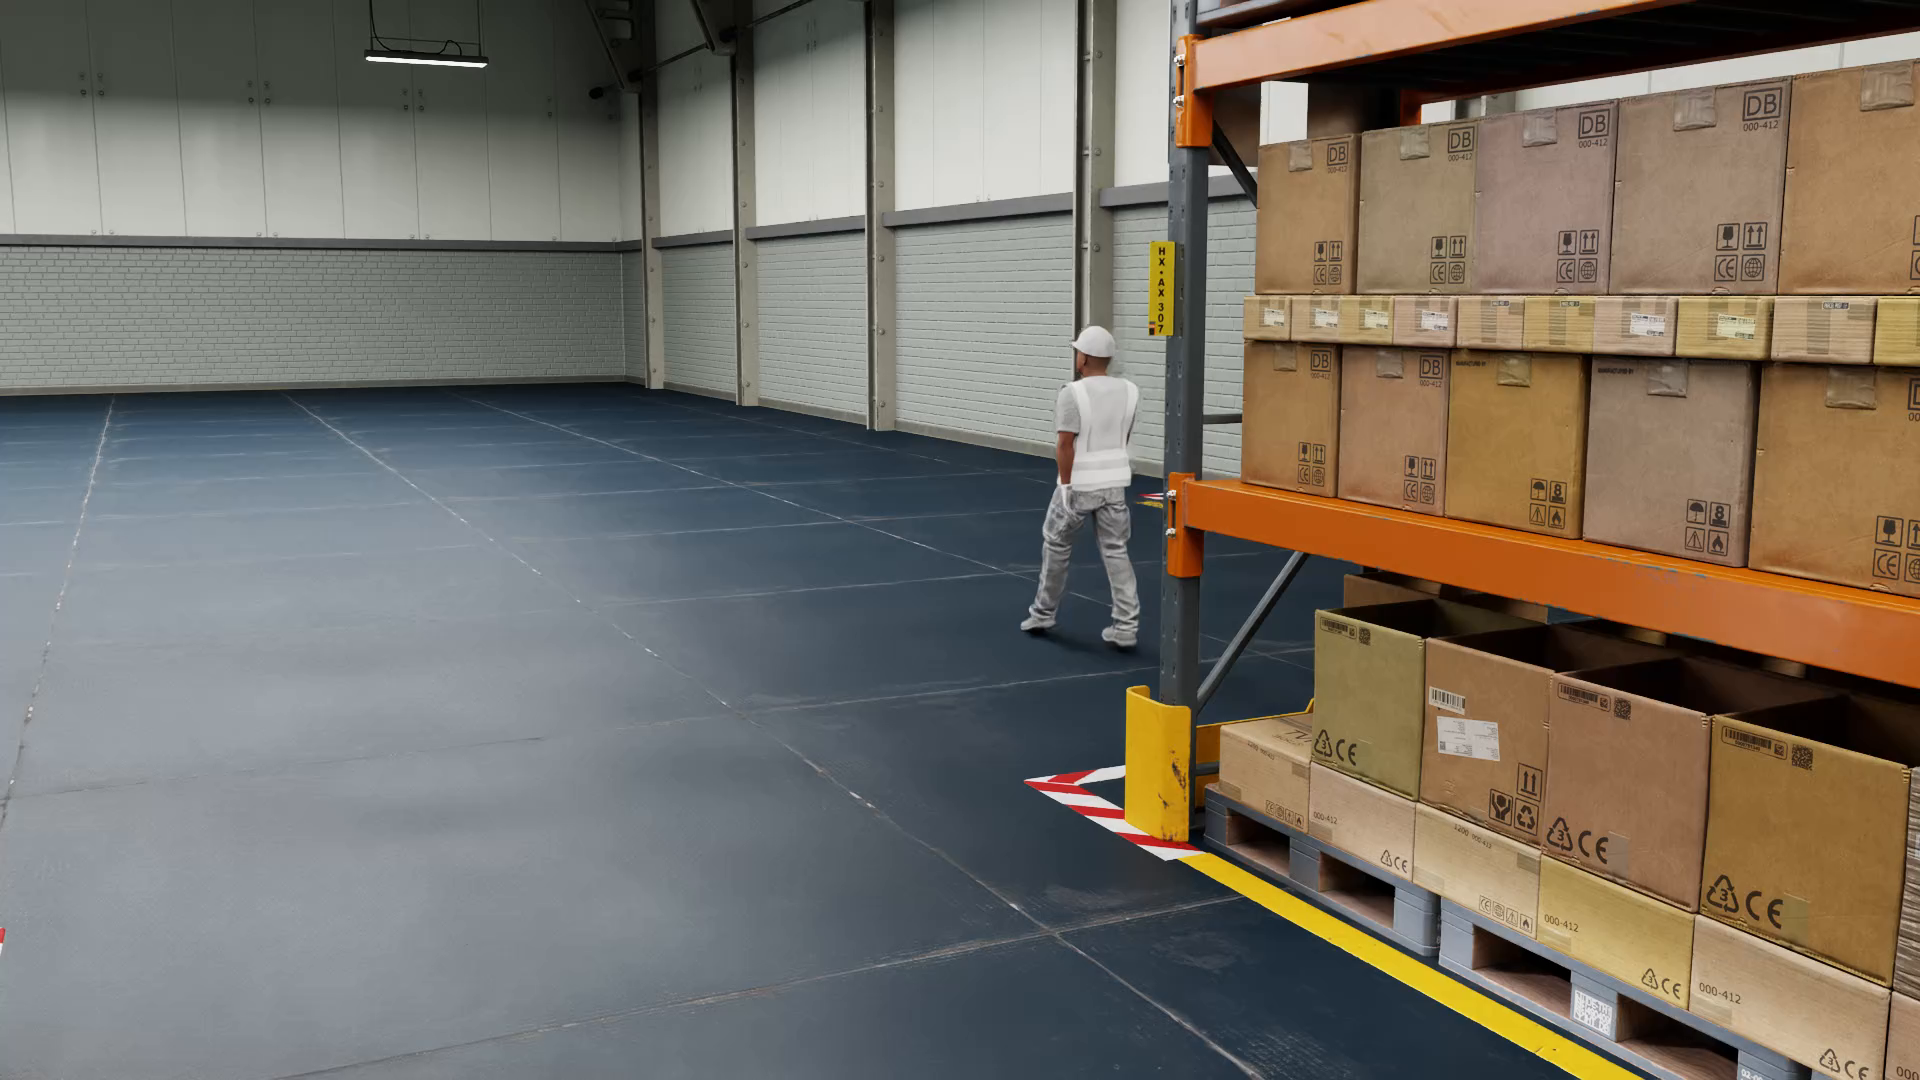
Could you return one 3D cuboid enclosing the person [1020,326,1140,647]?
[{"bbox_3d":[0.687,-0.309,9.335,0.567,1.774,0.904,-4,9,-26],"label":"person"}]
